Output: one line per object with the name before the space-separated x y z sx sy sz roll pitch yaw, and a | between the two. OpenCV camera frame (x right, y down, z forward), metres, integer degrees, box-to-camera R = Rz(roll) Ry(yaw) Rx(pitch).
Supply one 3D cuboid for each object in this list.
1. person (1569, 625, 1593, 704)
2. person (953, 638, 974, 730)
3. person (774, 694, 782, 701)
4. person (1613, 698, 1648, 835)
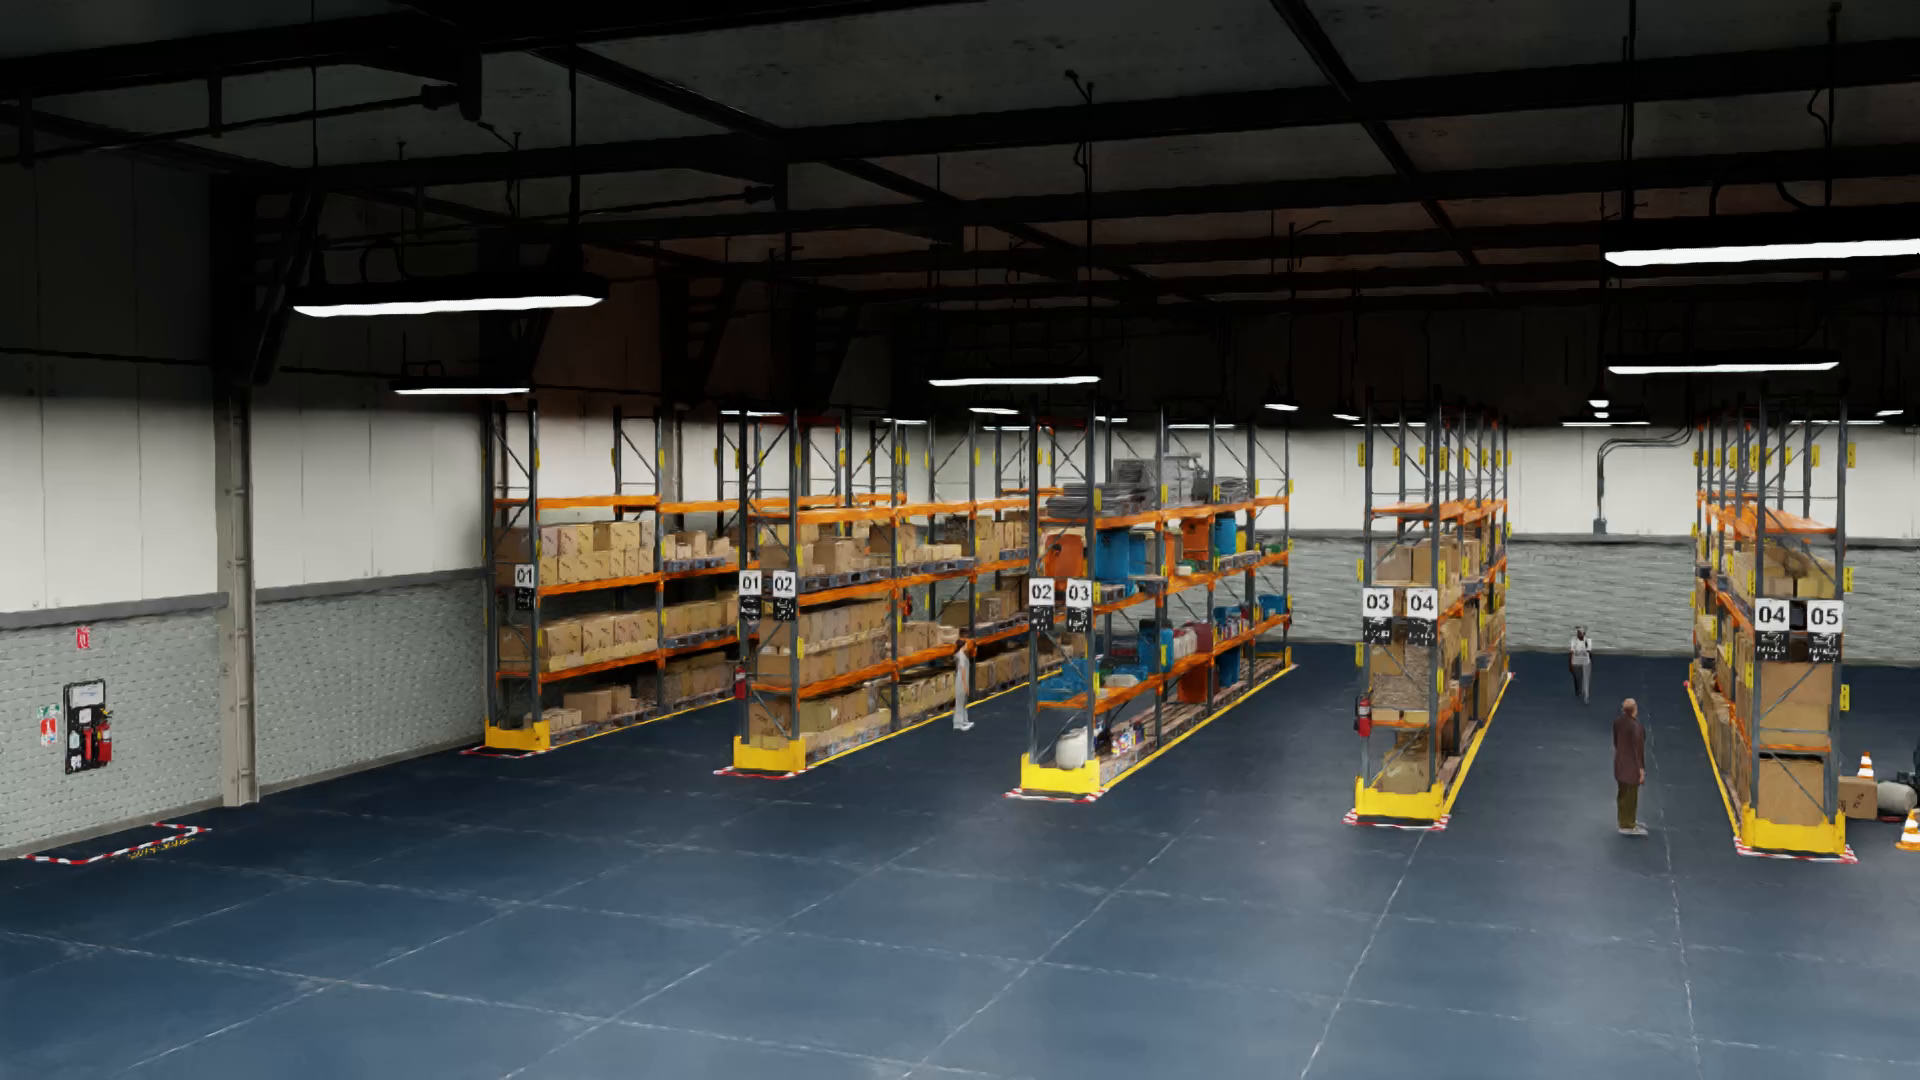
person | 12.666 2.523 33.931 0.456 1.578 1.088 1 3 23
person | 0.070 2.637 30.707 0.432 1.677 0.496 0 3 -10
person | -3.584 2.579 32.528 0.451 1.585 1.097 1 3 20
person | 8.967 2.998 22.175 0.504 1.783 0.632 0 3 -10
